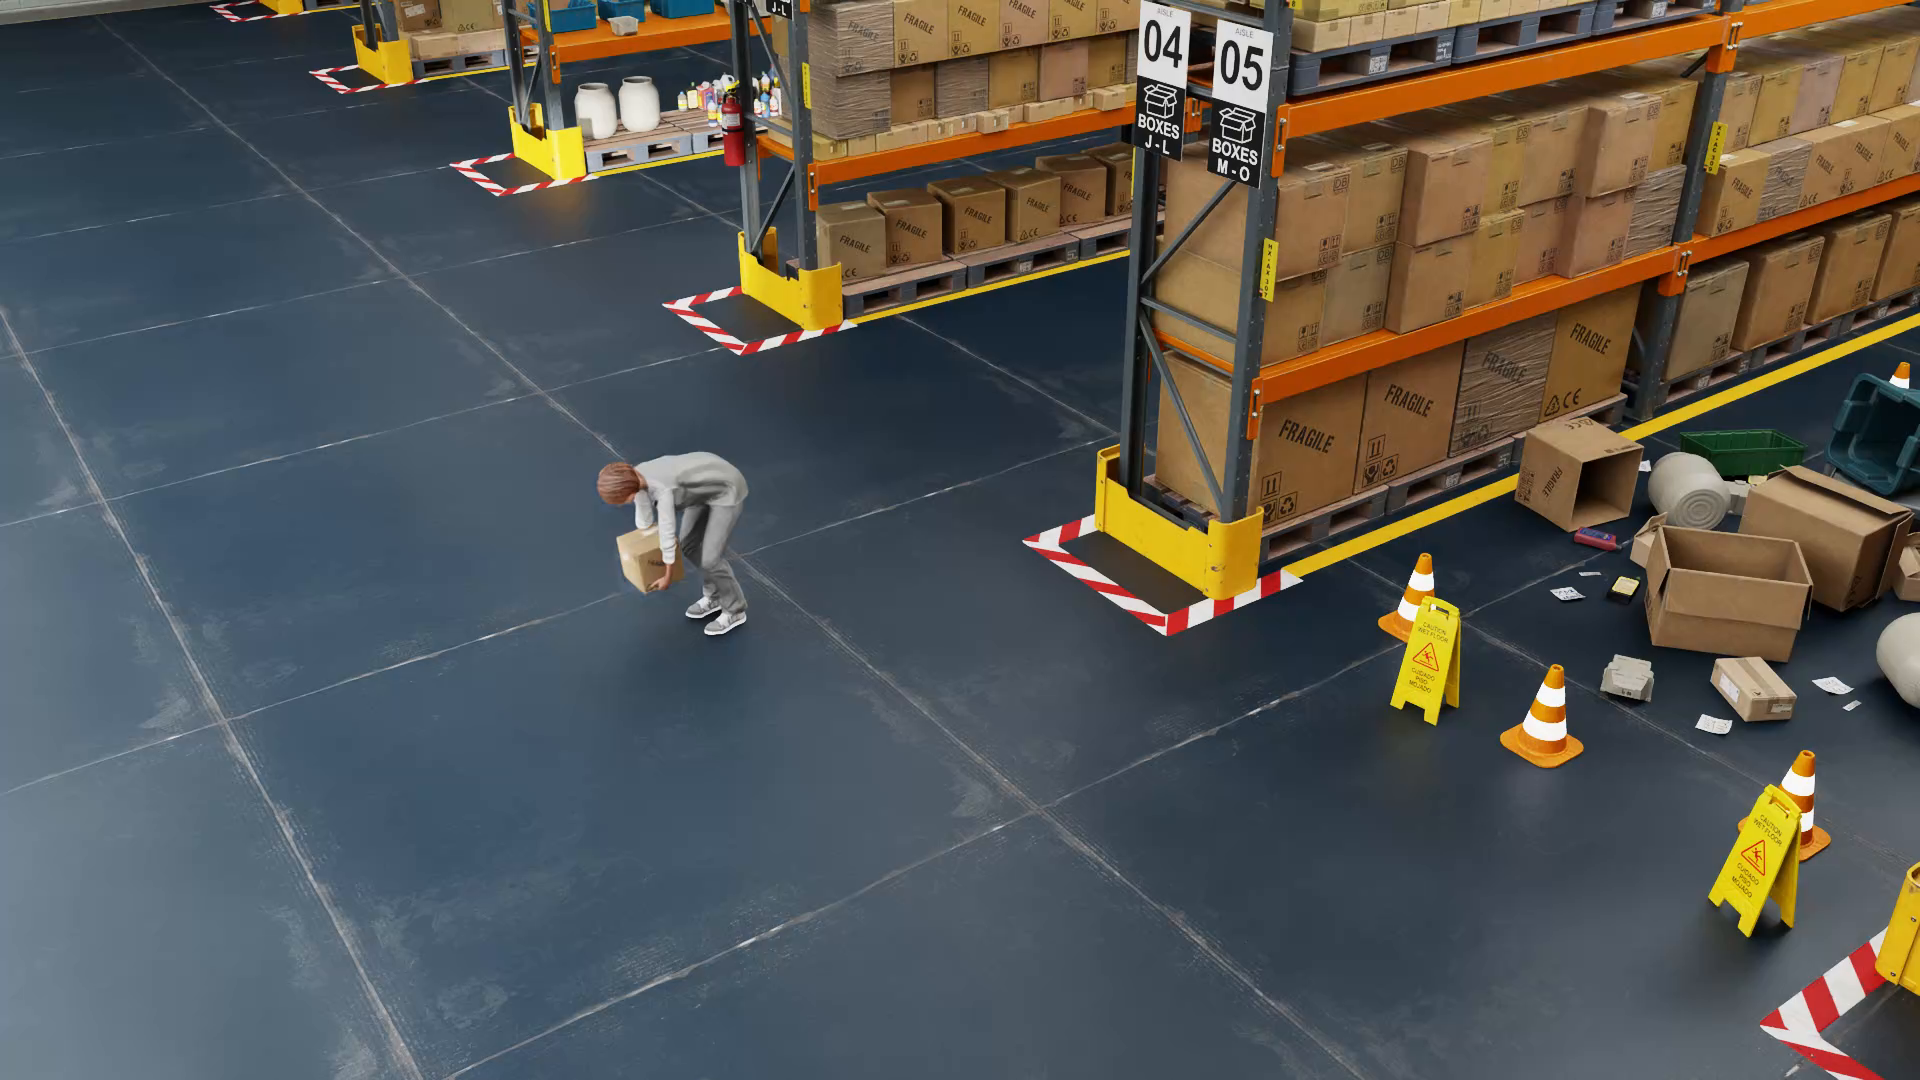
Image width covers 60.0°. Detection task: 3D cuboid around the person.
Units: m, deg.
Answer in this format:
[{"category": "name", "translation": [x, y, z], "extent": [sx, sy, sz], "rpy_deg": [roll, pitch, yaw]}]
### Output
[{"category": "person", "translation": [-1.545, 0.016, 9.086], "extent": [0.848, 1.136, 0.385], "rpy_deg": [-20, 35, -32]}]
